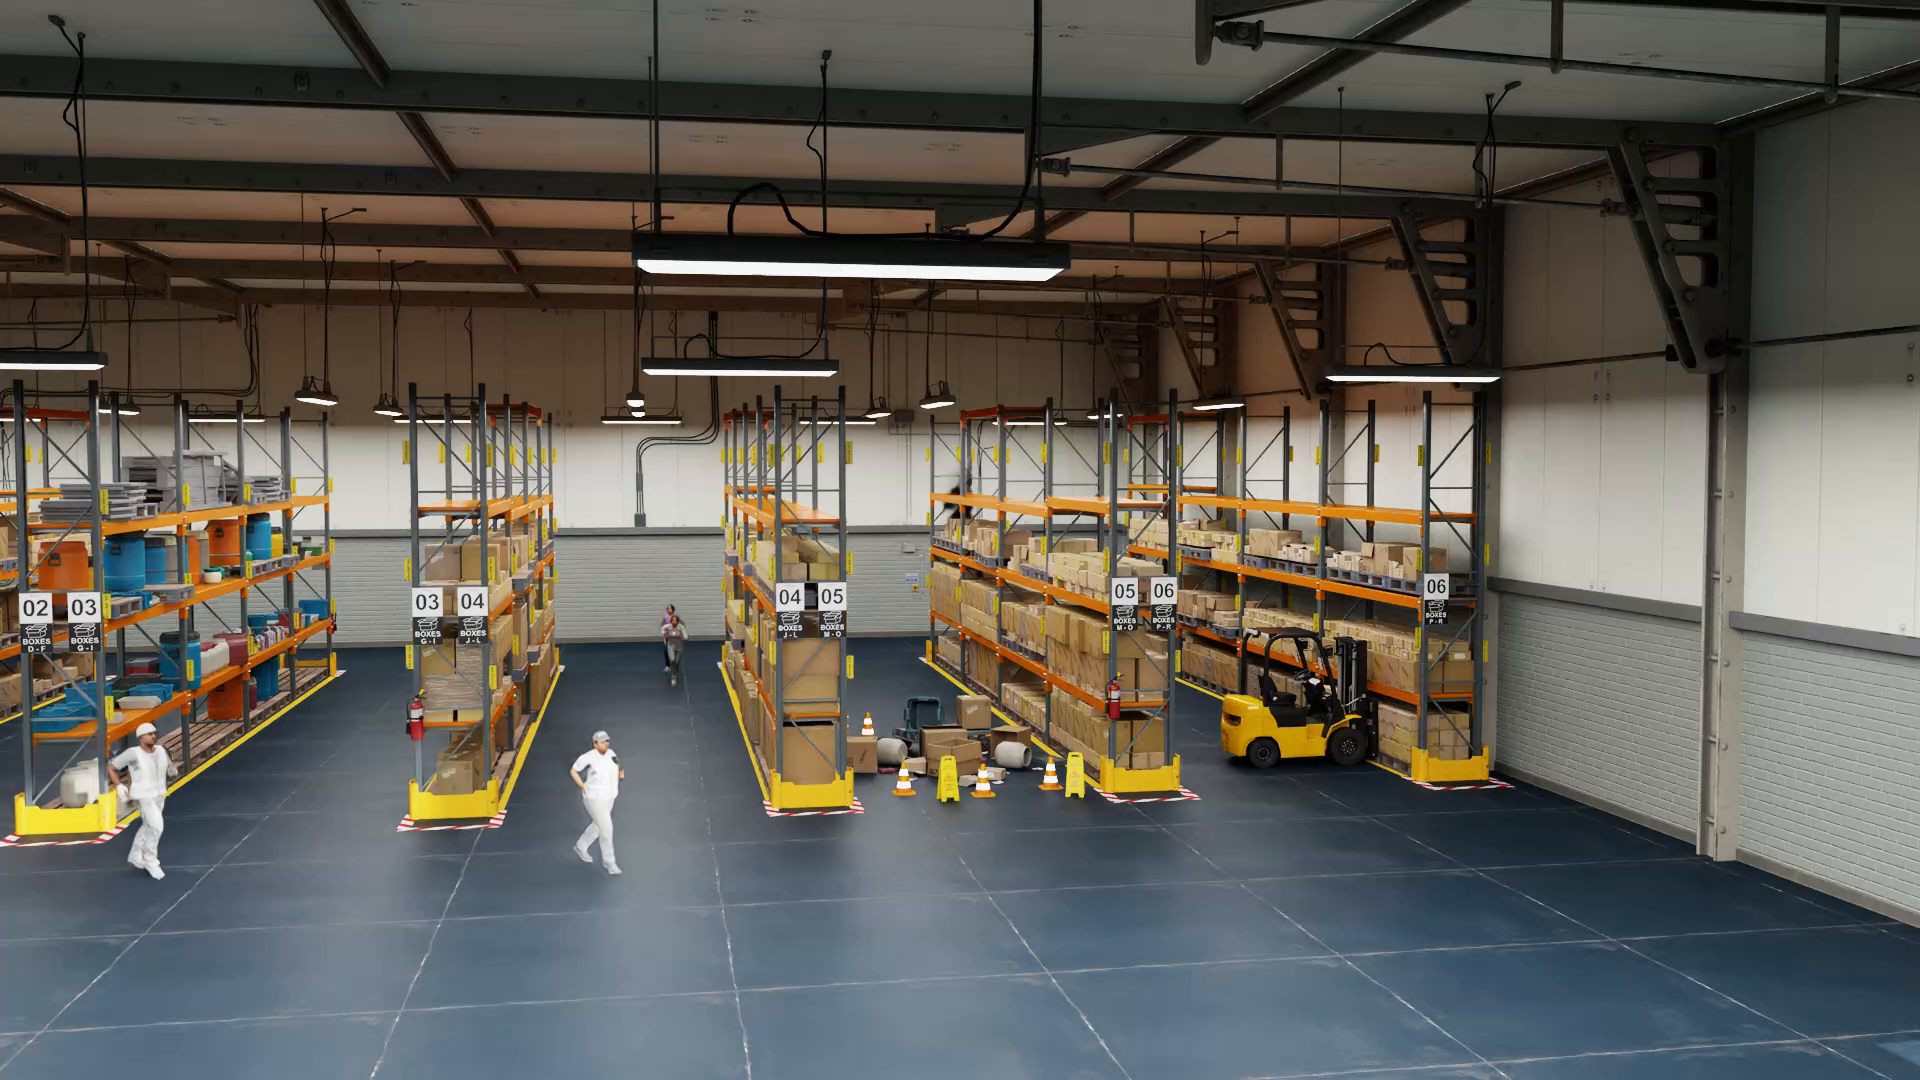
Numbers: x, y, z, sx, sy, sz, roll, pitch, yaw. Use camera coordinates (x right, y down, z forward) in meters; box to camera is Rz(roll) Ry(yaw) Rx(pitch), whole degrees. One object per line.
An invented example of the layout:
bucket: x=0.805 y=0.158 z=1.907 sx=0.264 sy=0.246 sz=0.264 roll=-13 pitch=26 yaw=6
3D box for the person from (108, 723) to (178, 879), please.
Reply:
person: x=-9.691 y=3.103 z=19.854 sx=0.780 sy=1.843 sz=0.664 roll=1 pitch=3 yaw=17

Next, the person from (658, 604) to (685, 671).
person: x=-6.722 y=2.277 z=38.659 sx=0.580 sy=1.574 sz=0.531 roll=0 pitch=3 yaw=2

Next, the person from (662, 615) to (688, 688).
person: x=-6.192 y=2.392 z=36.078 sx=0.532 sy=1.577 sz=0.869 roll=-1 pitch=3 yaw=-16

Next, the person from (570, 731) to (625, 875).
person: x=-4.359 y=3.155 z=20.158 sx=0.825 sy=1.712 sz=0.583 roll=2 pitch=3 yaw=31
